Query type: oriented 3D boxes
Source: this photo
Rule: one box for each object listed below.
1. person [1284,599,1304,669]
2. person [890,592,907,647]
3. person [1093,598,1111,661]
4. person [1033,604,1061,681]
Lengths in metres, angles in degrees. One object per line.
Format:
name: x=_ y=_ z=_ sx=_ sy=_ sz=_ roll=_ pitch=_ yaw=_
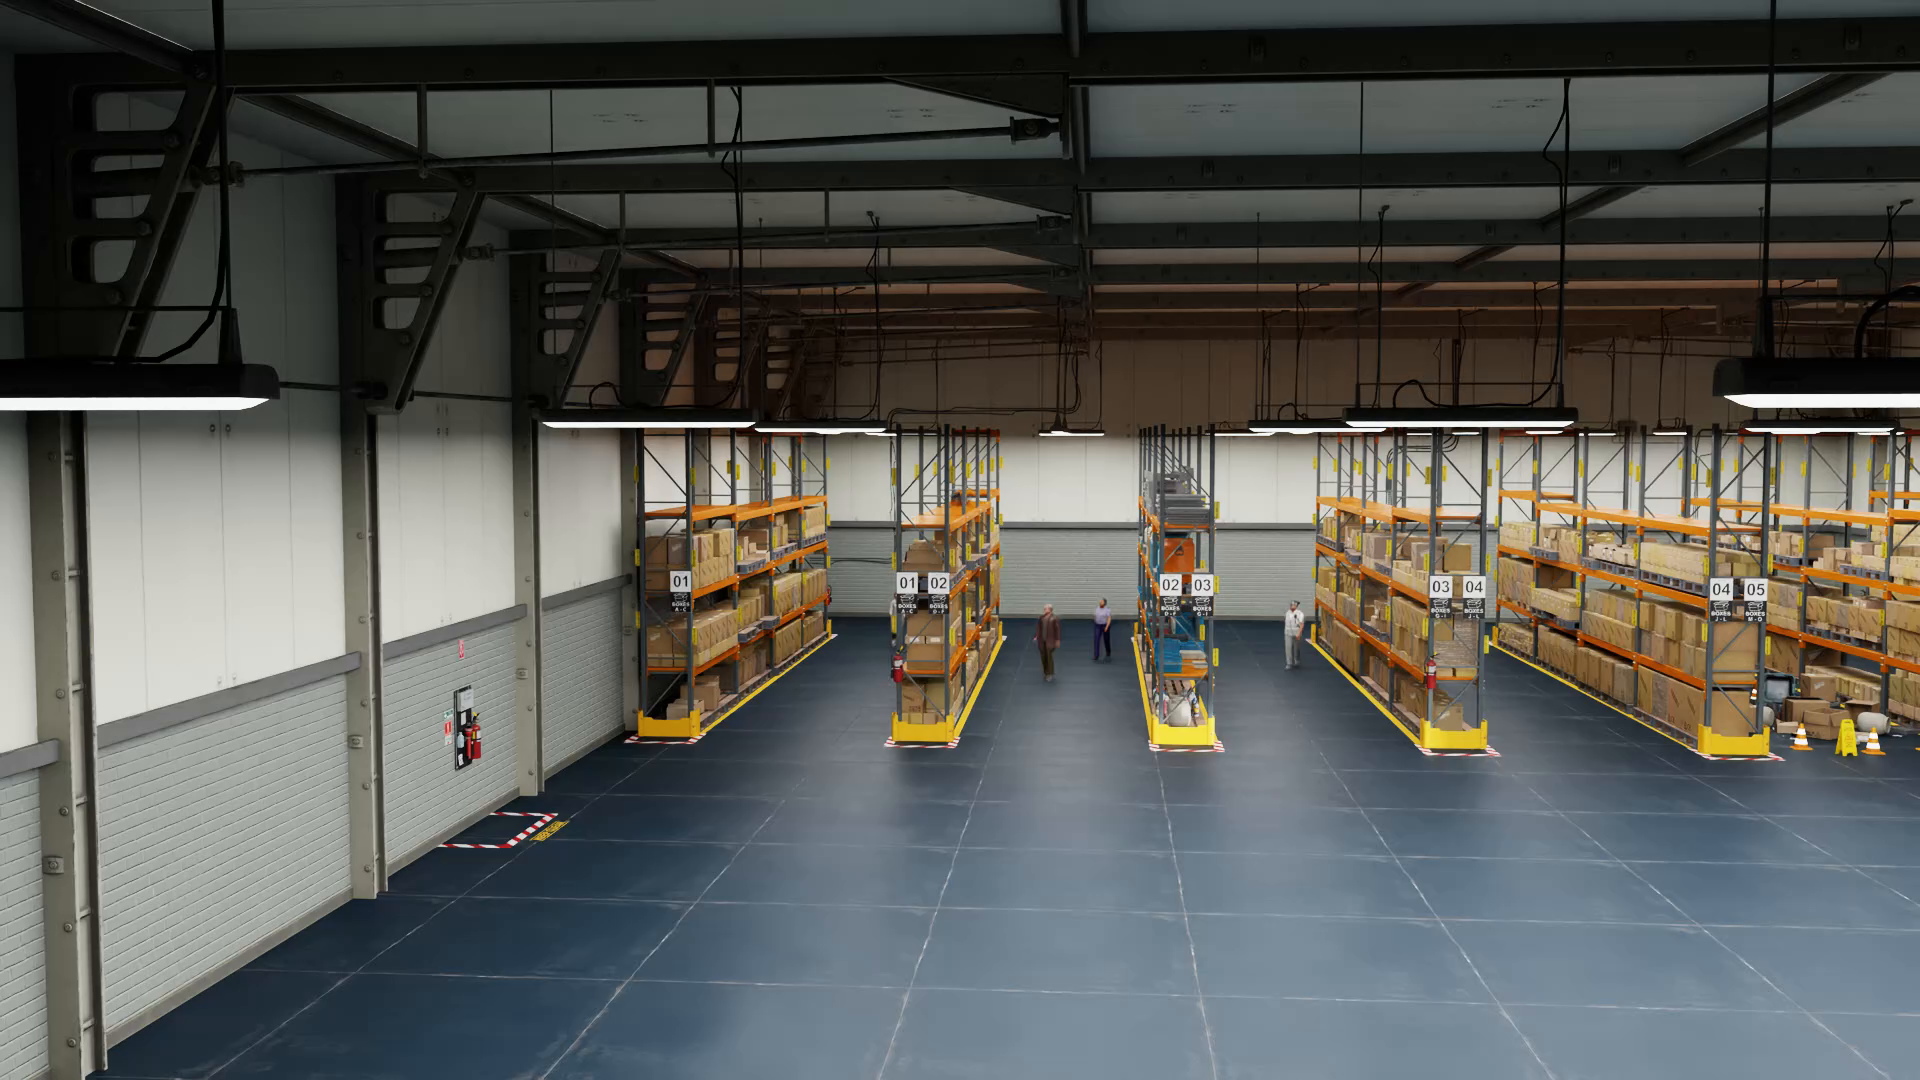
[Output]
person: x=8.325 y=2.333 z=41.425 sx=0.485 sy=1.725 sz=1.079 roll=1 pitch=4 yaw=11
person: x=-1.679 y=2.172 z=45.190 sx=0.461 sy=1.585 sz=0.479 roll=0 pitch=3 yaw=0
person: x=3.691 y=2.300 z=43.105 sx=0.467 sy=1.589 sz=0.982 roll=1 pitch=4 yaw=14
person: x=2.024 y=2.435 z=39.674 sx=0.647 sy=1.792 sz=0.698 roll=2 pitch=4 yaw=35
